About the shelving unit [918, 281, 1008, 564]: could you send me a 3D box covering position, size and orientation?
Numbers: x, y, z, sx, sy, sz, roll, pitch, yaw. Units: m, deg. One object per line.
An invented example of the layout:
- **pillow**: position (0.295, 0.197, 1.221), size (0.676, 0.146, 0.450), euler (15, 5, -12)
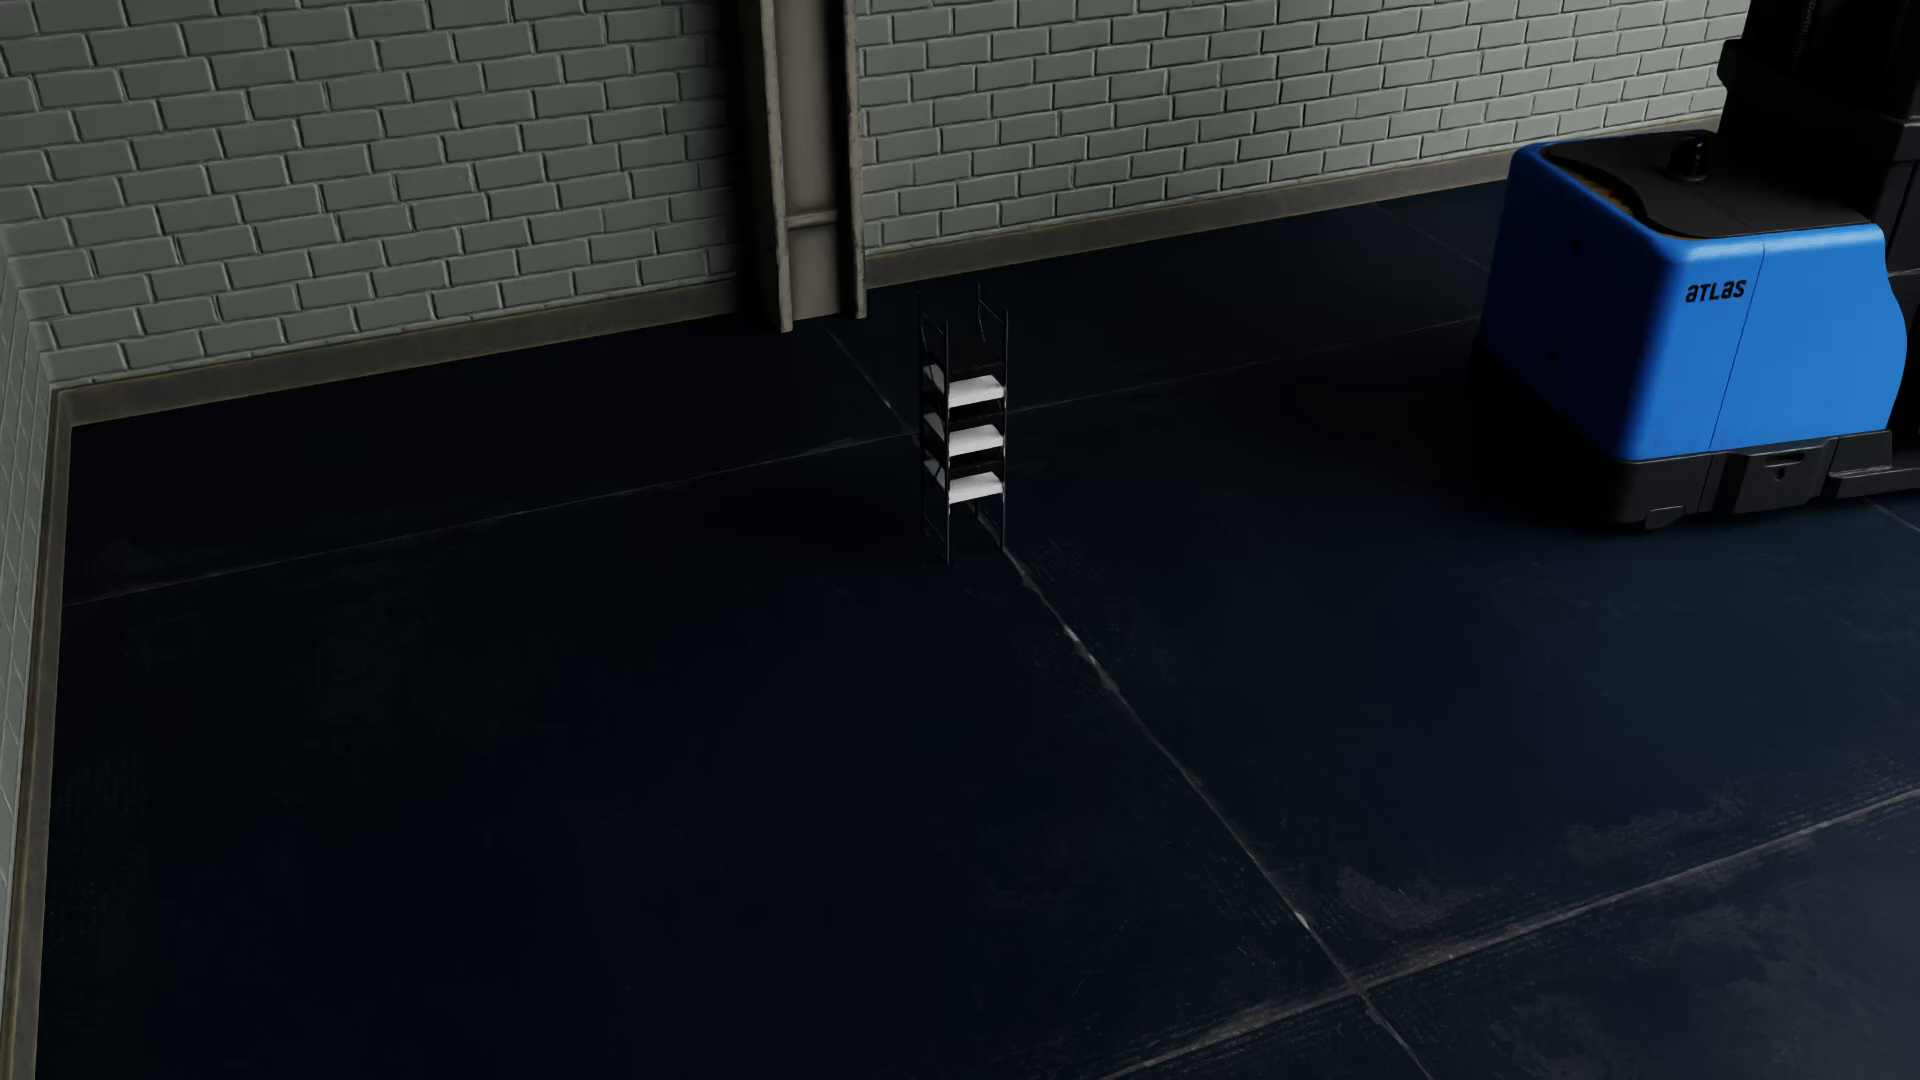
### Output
- **shelving unit**: position (0.007, -0.379, 5.507), size (0.210, 0.900, 0.258), euler (-13, 35, -19)

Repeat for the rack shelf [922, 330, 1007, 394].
- **rack shelf**: position (0.008, -0.577, 5.378), size (0.200, 0.077, 0.258), euler (-13, 35, -19)

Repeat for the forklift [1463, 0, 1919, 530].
- **forklift**: position (3.535, -1.679, 5.643), size (3.031, 2.935, 1.130), euler (-7, 34, -11)

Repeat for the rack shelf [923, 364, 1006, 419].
- **rack shelf**: position (0.007, -0.502, 5.427), size (0.200, 0.077, 0.258), euler (-13, 35, -19)

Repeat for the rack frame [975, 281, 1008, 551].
- **rack frame**: position (0.101, -0.400, 5.540), size (0.006, 0.900, 0.240), euler (-13, 35, -19)

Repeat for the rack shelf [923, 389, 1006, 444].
- **rack shelf**: position (0.007, -0.426, 5.476), size (0.200, 0.077, 0.258), euler (-13, 35, -19)

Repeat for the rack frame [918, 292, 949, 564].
- **rack frame**: position (-0.086, -0.357, 5.474), size (0.006, 0.900, 0.240), euler (-13, 35, -19)

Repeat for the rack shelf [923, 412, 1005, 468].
- **rack shelf**: position (0.007, -0.351, 5.525), size (0.200, 0.077, 0.258), euler (-13, 35, -19)

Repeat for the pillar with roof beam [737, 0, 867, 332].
- **pillar with roof beam**: position (1.021, -2.613, 1.515), size (0.400, 9.000, 9.100), euler (-13, 35, -19)

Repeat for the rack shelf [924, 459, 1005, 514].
- **rack shelf**: position (0.007, -0.200, 5.624), size (0.200, 0.077, 0.258), euler (-13, 35, -19)

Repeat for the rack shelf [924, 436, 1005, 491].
- **rack shelf**: position (0.007, -0.276, 5.574), size (0.200, 0.077, 0.258), euler (-13, 35, -19)
